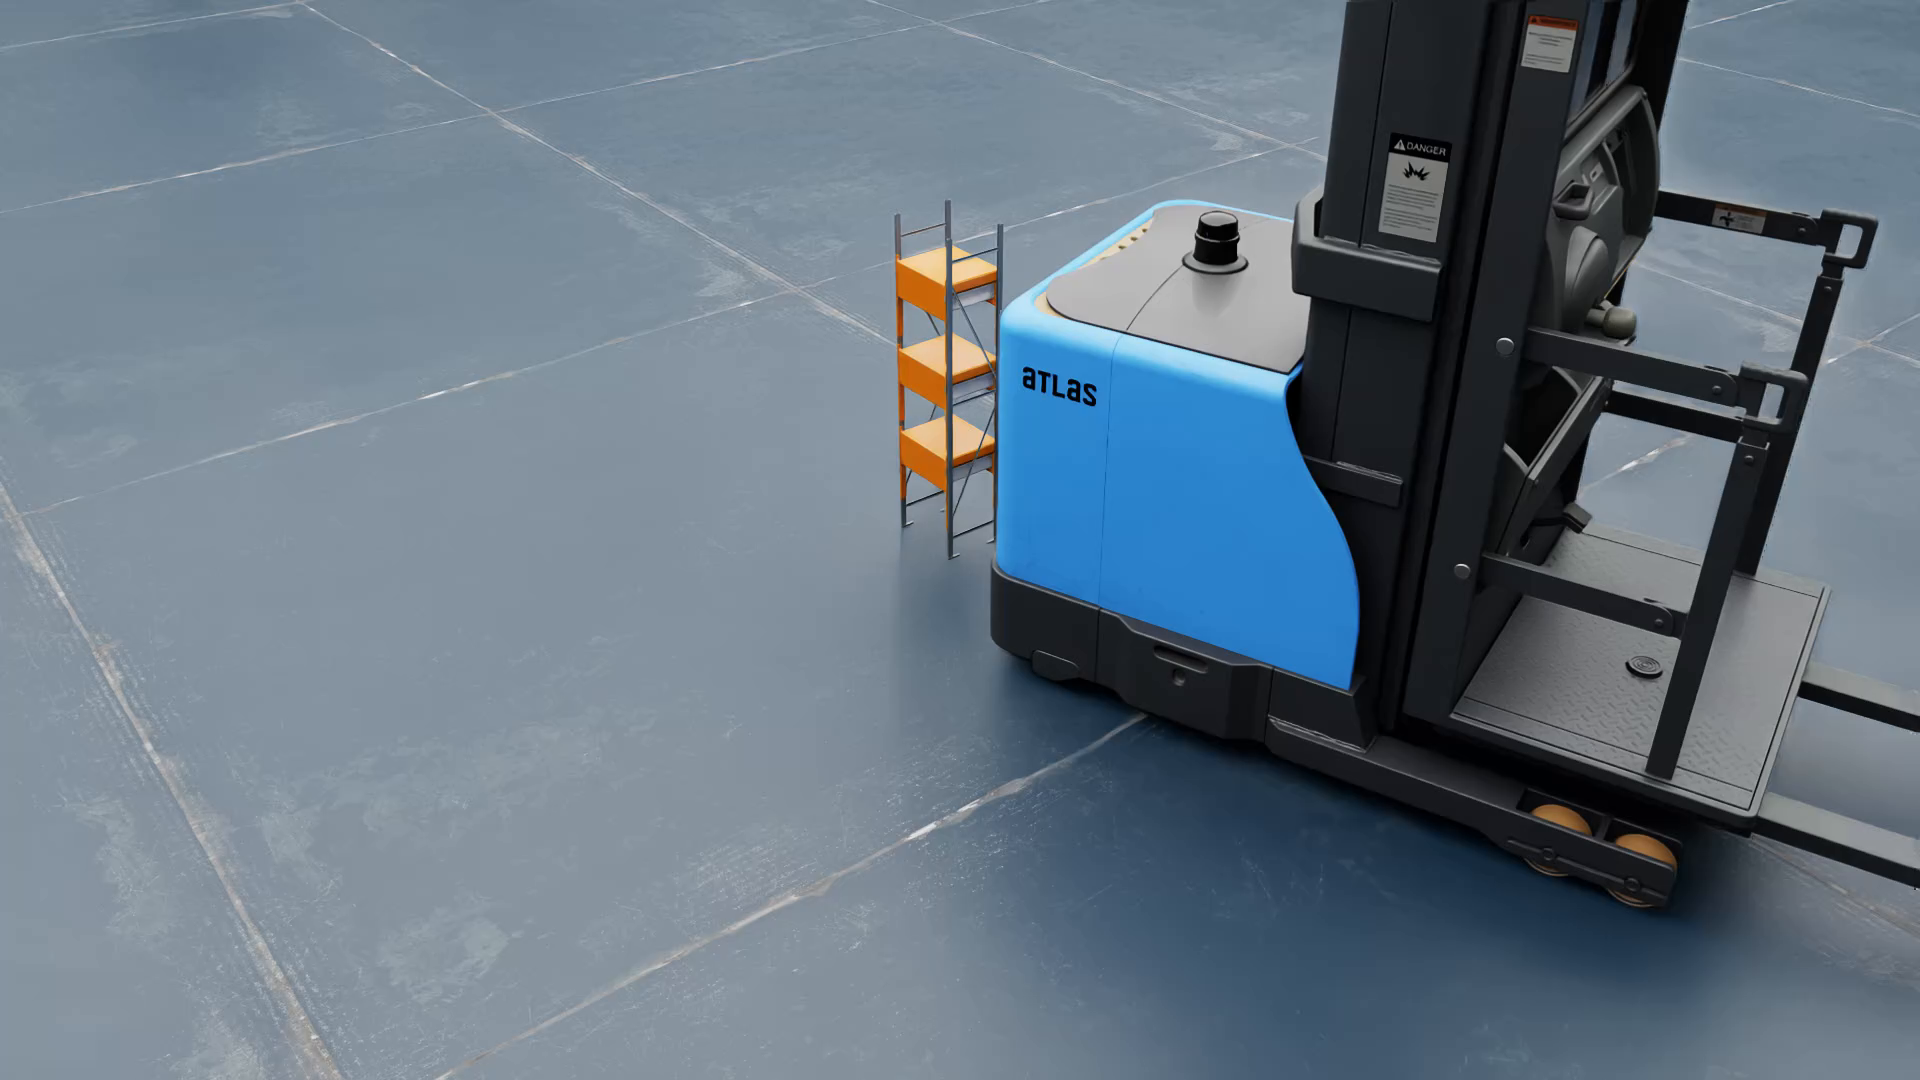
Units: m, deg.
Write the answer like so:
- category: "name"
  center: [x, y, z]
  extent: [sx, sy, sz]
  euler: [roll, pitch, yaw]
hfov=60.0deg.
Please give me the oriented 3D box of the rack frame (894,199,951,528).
- category: "rack frame"
  center: [-0.108, -0.519, 5.091]
  extent: [0.200, 1.050, 0.008]
  euler: [-22, 38, -31]

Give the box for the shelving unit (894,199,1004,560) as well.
- category: "shelving unit"
  center: [-0.033, -0.468, 5.009]
  extent: [0.215, 1.050, 0.252]
  euler: [-22, 38, -31]

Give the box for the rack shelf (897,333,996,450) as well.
- category: "rack shelf"
  center: [-0.033, -0.459, 5.015]
  extent: [0.215, 0.259, 0.240]
  euler: [-22, 38, -31]

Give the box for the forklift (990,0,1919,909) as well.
- category: "forklift"
  center: [1.606, -0.712, 3.619]
  extent: [3.031, 2.935, 1.130]
  euler: [18, 36, 27]

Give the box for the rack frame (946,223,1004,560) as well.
- category: "rack frame"
  center: [0.042, -0.417, 4.927]
  extent: [0.200, 1.050, 0.008]
  euler: [-22, 38, -31]

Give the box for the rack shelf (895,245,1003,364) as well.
- category: "rack shelf"
  center: [-0.033, -0.700, 4.865]
  extent: [0.215, 0.259, 0.240]
  euler: [-22, 38, -31]

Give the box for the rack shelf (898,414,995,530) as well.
- category: "rack shelf"
  center: [-0.033, -0.223, 5.161]
  extent: [0.215, 0.259, 0.240]
  euler: [-22, 38, -31]
